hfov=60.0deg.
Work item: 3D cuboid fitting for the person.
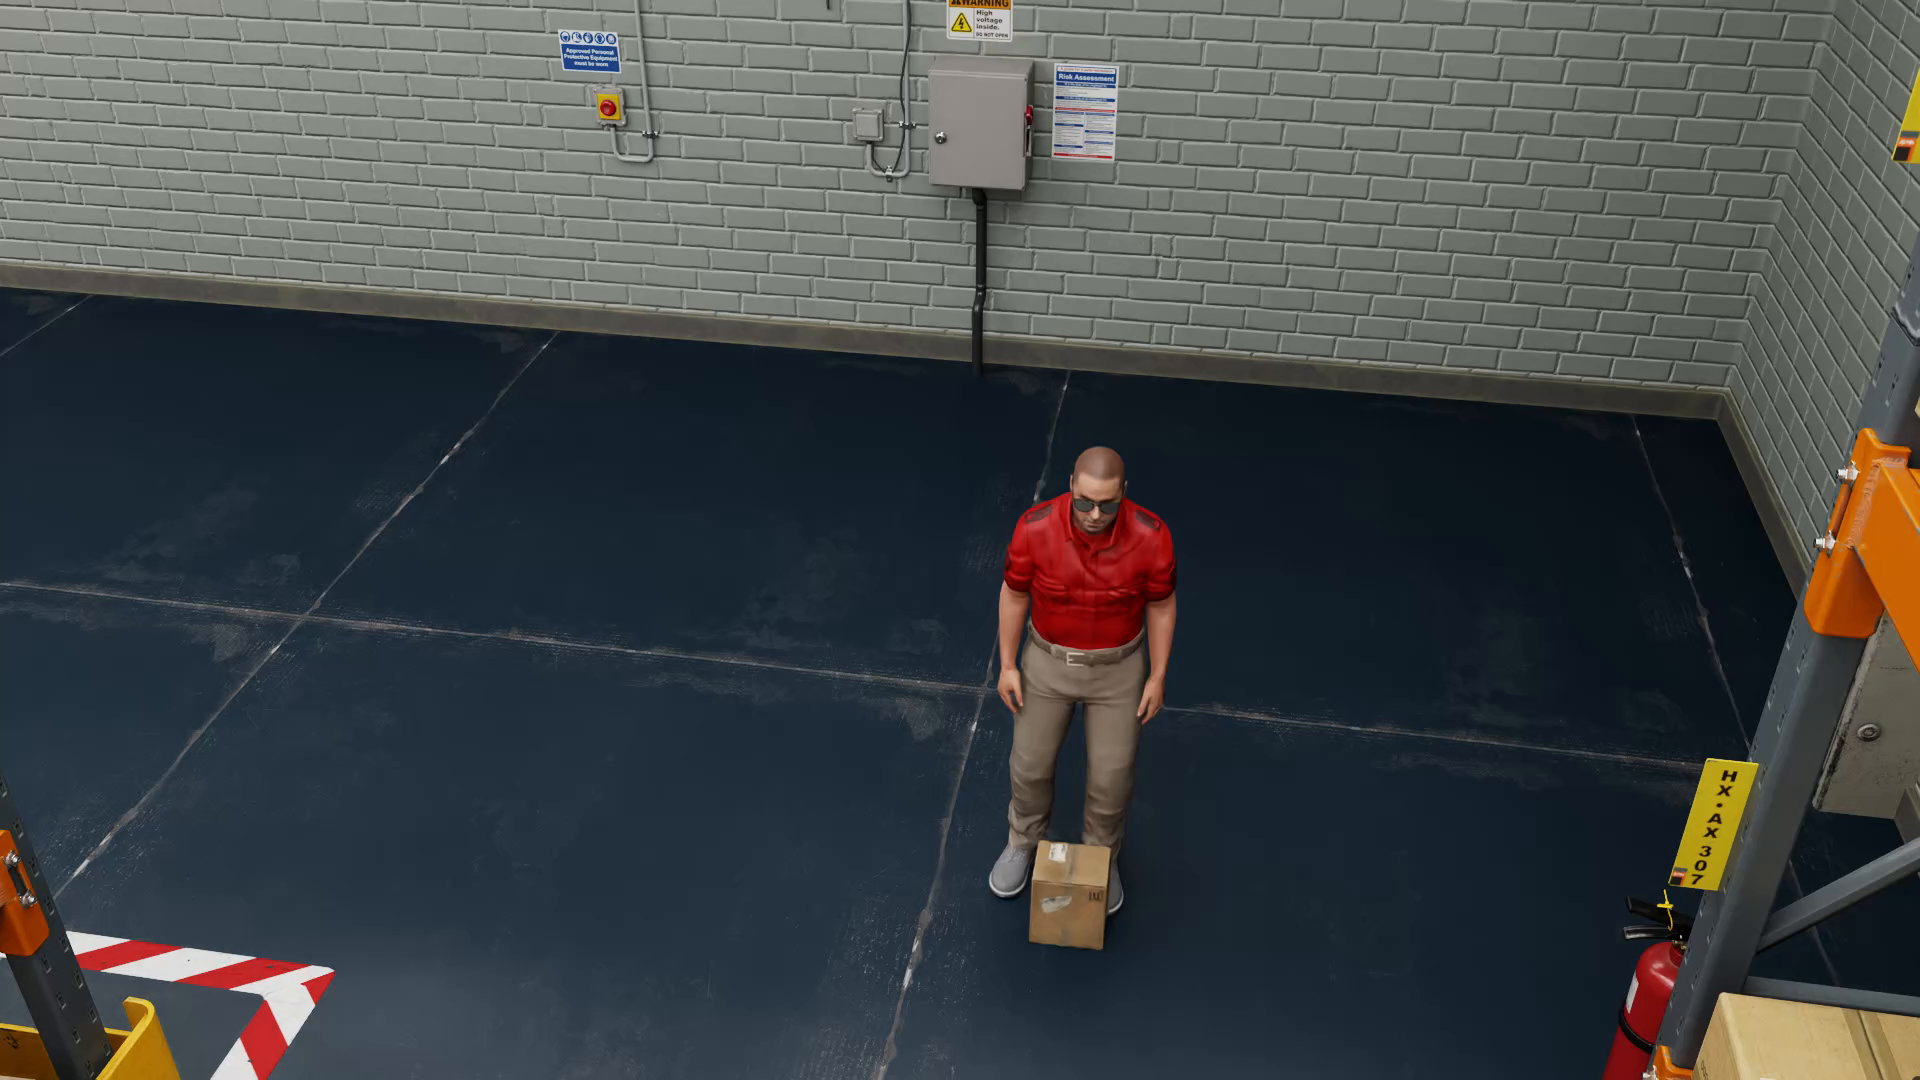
[{"bbox_3d":[0.400,0.448,5.437,0.576,1.727,0.433,4,32,7],"label":"person"}]
